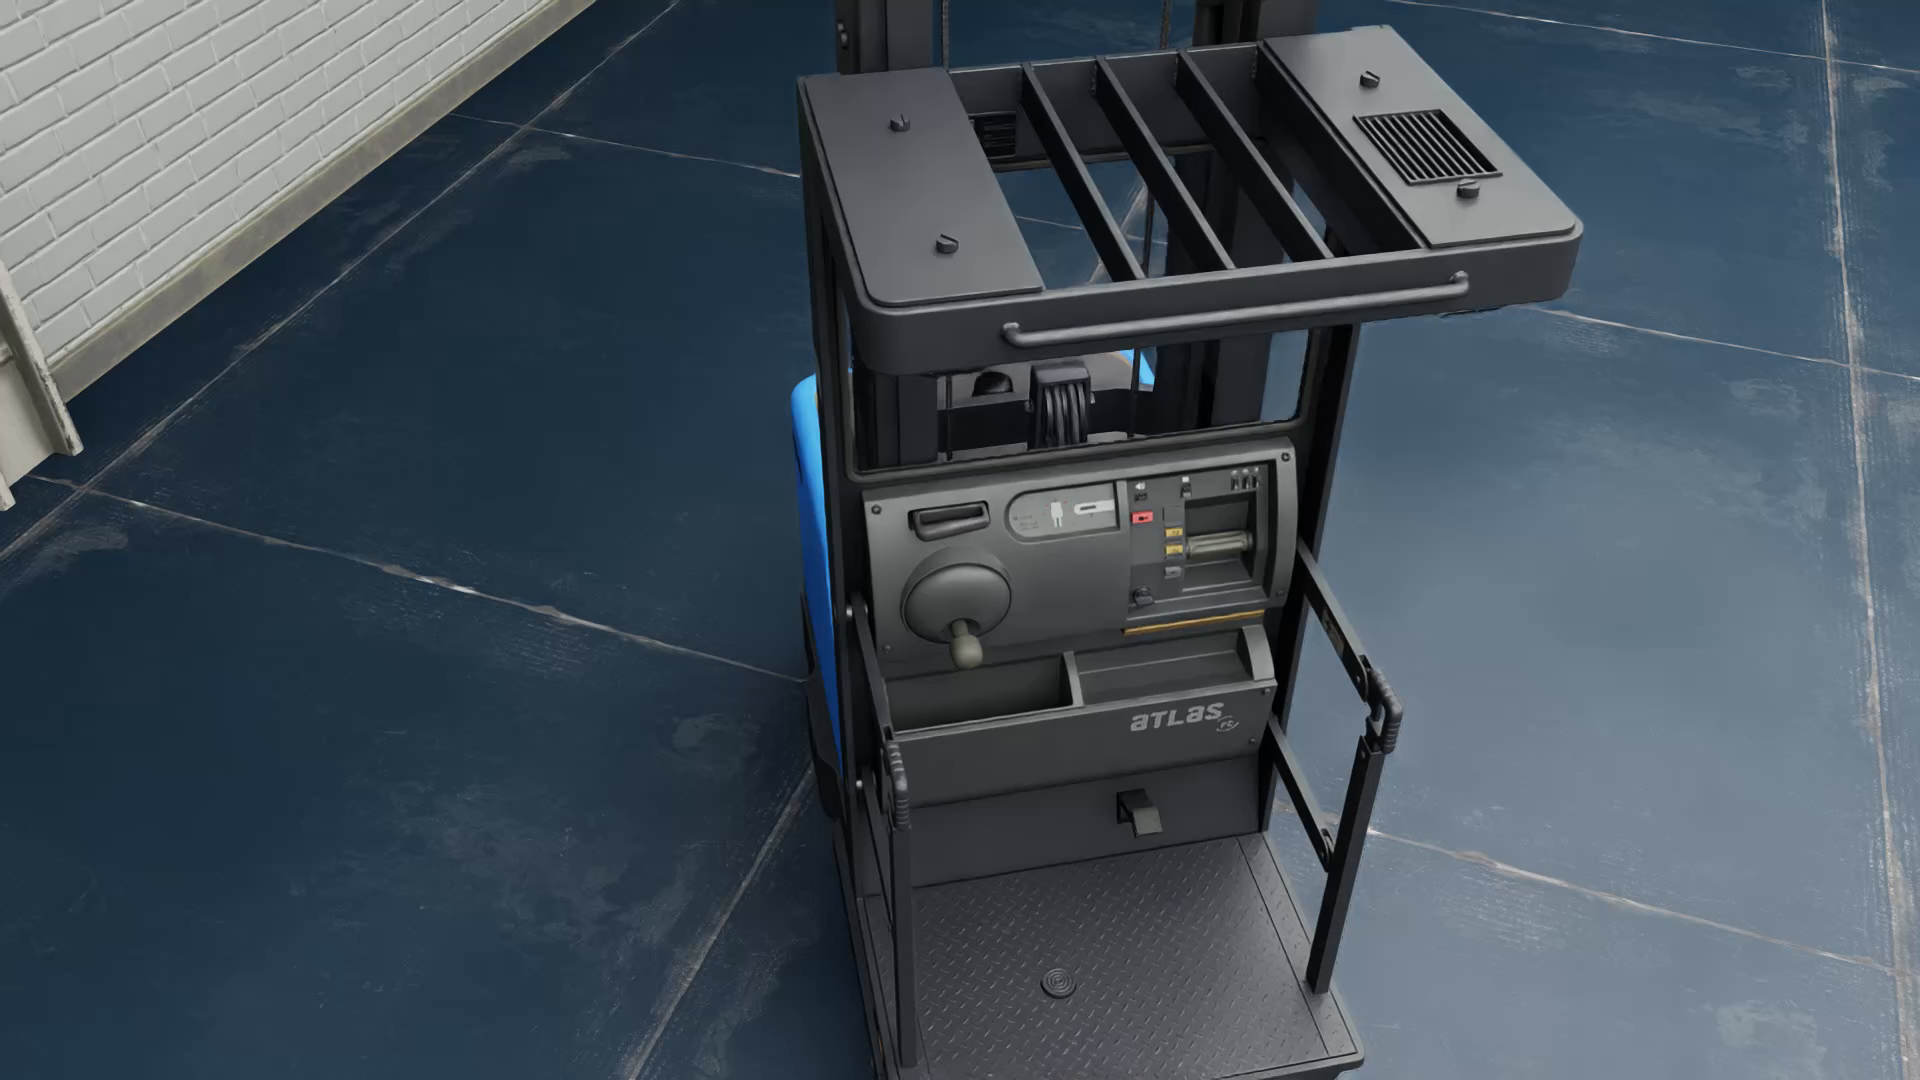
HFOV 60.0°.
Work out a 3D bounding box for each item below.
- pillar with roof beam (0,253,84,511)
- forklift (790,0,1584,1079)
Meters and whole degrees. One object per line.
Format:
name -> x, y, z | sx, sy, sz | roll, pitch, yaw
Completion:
pillar with roof beam -> 0.598, -2.723, 2.008 | 9.100, 9.000, 0.400 | 13, 42, 15
forklift -> 0.310, 0.111, 3.362 | 1.130, 2.935, 3.031 | -8, 41, -9
